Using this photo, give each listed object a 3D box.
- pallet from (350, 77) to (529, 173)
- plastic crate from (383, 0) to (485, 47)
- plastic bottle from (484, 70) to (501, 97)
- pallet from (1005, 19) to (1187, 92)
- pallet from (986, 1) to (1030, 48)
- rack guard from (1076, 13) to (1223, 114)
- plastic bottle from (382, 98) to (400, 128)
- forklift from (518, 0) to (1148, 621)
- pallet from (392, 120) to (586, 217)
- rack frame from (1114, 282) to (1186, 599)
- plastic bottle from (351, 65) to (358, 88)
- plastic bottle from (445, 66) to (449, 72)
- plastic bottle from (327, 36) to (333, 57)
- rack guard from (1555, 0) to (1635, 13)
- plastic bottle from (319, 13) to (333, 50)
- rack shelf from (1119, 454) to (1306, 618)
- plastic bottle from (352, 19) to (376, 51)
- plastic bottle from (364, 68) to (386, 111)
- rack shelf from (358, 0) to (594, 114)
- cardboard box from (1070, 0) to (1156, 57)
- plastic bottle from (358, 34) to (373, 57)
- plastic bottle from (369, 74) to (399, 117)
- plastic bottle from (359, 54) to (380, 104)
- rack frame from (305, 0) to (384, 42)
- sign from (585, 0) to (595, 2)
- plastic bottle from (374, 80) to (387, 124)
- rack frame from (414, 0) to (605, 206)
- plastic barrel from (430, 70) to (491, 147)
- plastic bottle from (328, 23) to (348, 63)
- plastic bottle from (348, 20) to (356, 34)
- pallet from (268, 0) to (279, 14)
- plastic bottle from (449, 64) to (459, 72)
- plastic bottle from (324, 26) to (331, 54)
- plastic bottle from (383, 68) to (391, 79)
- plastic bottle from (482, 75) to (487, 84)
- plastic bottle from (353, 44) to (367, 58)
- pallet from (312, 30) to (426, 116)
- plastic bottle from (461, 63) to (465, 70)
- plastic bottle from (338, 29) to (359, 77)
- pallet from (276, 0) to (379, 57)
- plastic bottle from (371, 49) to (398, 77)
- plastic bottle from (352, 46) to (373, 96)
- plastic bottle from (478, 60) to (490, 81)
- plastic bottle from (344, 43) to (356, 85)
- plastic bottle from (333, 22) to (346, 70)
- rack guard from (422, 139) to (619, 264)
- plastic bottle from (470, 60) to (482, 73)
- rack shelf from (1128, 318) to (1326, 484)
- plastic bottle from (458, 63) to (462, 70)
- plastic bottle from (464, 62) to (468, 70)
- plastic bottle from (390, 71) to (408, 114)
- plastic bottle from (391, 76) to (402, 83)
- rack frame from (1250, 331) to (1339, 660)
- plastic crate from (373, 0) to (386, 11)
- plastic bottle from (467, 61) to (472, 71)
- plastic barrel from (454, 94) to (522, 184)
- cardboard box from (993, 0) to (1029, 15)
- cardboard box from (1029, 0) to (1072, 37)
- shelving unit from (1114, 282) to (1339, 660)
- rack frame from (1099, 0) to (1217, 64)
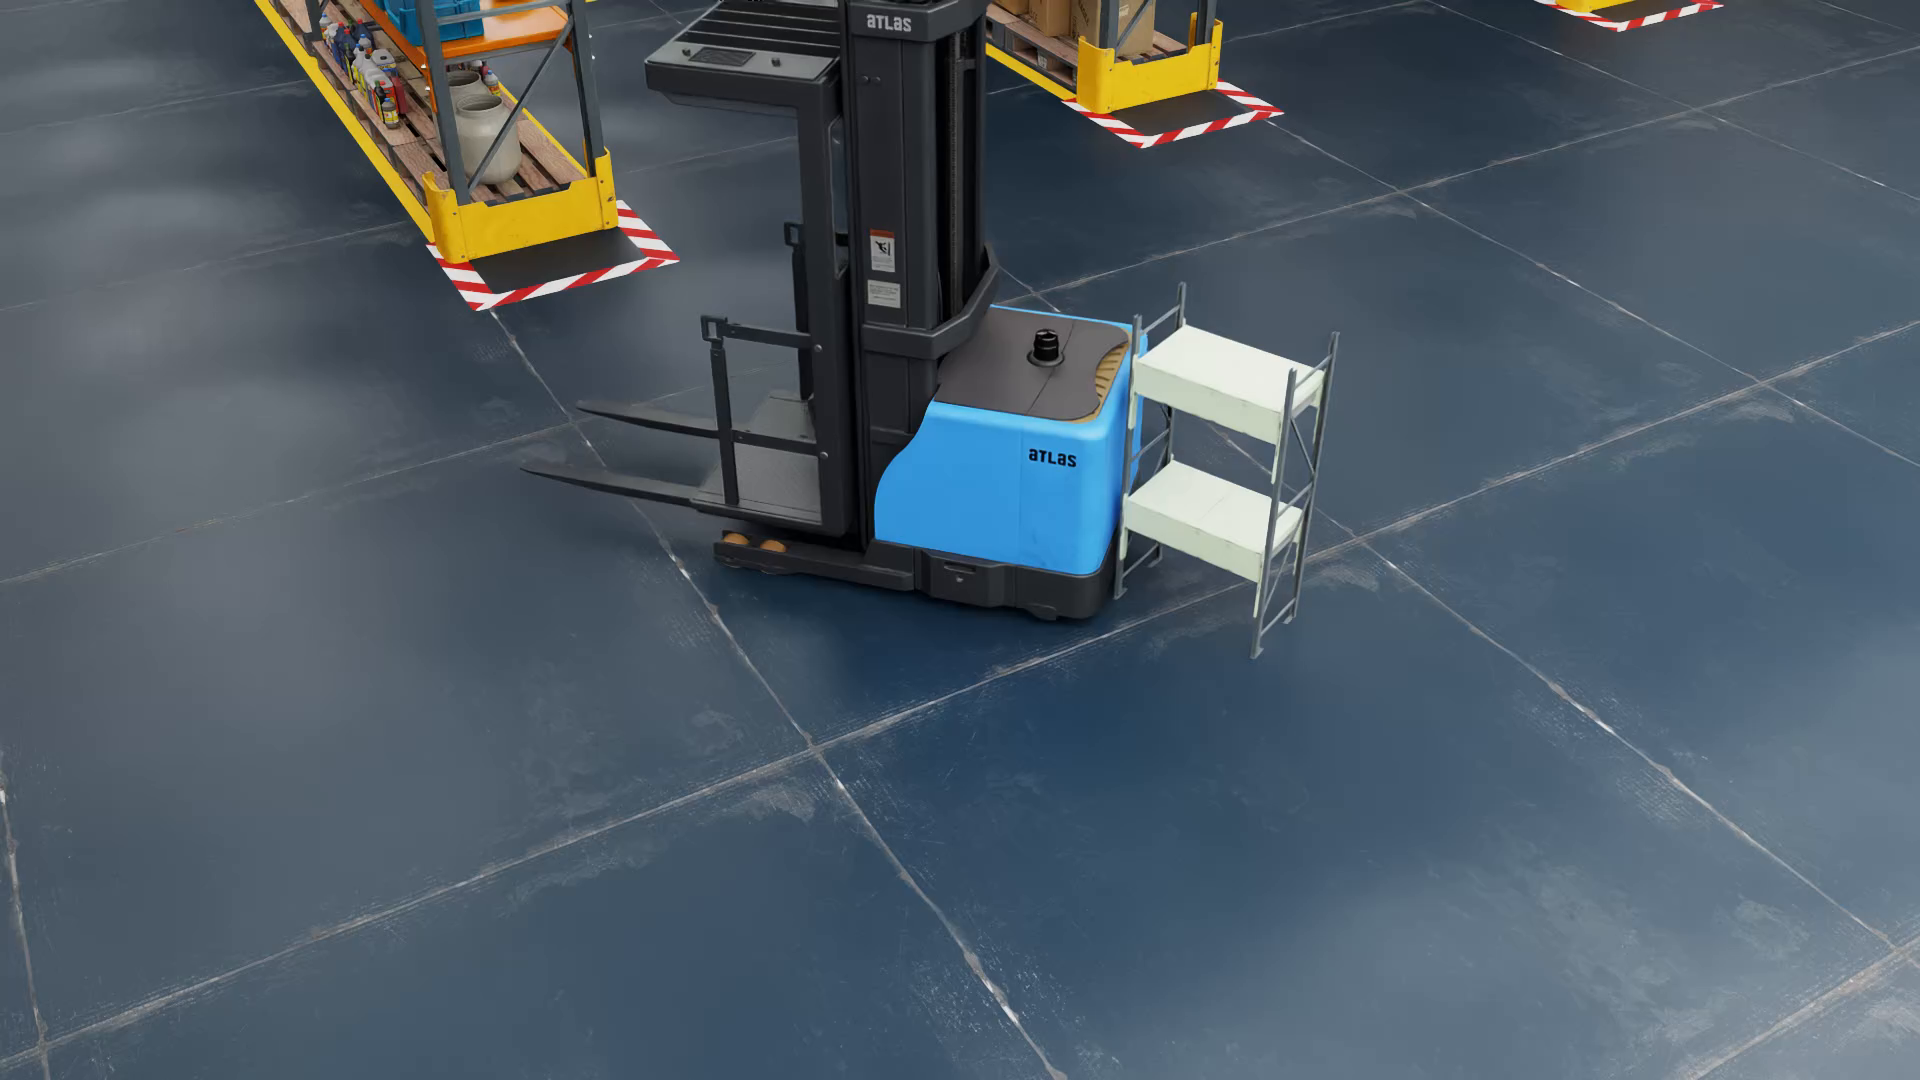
[{"bbox_3d":[-3.867,-3.142,12.373,1.003,0.211,1.213,-19,40,-24],"label":"pallet"},{"bbox_3d":[-3.286,-3.312,10.368,0.499,0.251,0.616,-19,40,-24],"label":"plastic crate"},{"bbox_3d":[-3.417,-3.299,12.163,0.097,0.271,0.097,0,36,0],"label":"plastic bottle"},{"bbox_3d":[1.091,-4.011,13.563,1.003,0.211,1.213,-19,40,-24],"label":"pallet"},{"bbox_3d":[0.482,-4.632,14.414,1.003,0.211,1.213,-19,40,-24],"label":"pallet"},{"bbox_3d":[1.468,-3.703,12.896,1.175,0.500,0.348,-19,40,-24],"label":"rack guard"},{"bbox_3d":[-4.078,-3.060,11.896,0.097,0.201,0.097,0,36,0],"label":"plastic bottle"},{"bbox_3d":[-0.682,-1.302,7.548,3.031,2.935,1.130,10,37,13],"label":"forklift"},{"bbox_3d":[-3.258,-2.520,11.522,1.003,0.211,1.213,-19,40,-24],"label":"pallet"},{"bbox_3d":[0.857,-0.422,7.557,0.023,1.500,0.400,24,42,29],"label":"rack frame"},{"bbox_3d":[-4.522,-3.511,12.514,0.097,0.201,0.097,0,36,0],"label":"plastic bottle"},{"bbox_3d":[-3.968,-3.705,12.710,0.061,0.283,0.133,-19,40,-24],"label":"plastic bottle"},{"bbox_3d":[-4.902,-3.897,13.042,0.097,0.201,0.097,0,36,0],"label":"plastic bottle"},{"bbox_3d":[5.858,-5.070,14.768,1.175,0.500,0.348,-19,40,-24],"label":"rack guard"},{"bbox_3d":[-5.004,-4.029,13.164,0.097,0.271,0.097,0,36,0],"label":"plastic bottle"},{"bbox_3d":[1.149,-0.029,7.571,0.720,0.370,0.431,24,42,29],"label":"rack shelf"},{"bbox_3d":[-4.614,-3.862,12.867,0.144,0.351,0.185,-19,40,-24],"label":"plastic bottle"},{"bbox_3d":[-4.250,-3.298,12.158,0.152,0.276,0.135,-20,41,-25],"label":"plastic bottle"},{"bbox_3d":[-3.781,-3.935,11.705,1.077,0.370,4.000,-19,40,-24],"label":"rack shelf"},{"bbox_3d":[1.207,-4.157,13.162,0.500,0.500,0.500,-12,38,-16],"label":"cardboard box"},{"bbox_3d":[-4.561,-3.749,12.780,0.097,0.271,0.097,0,36,0],"label":"plastic bottle"},{"bbox_3d":[-4.181,-3.227,12.061,0.152,0.276,0.135,-19,40,-24],"label":"plastic bottle"},{"bbox_3d":[-4.337,-3.411,12.250,0.144,0.351,0.185,-17,40,-22],"label":"plastic bottle"},{"bbox_3d":[-4.785,-5.246,12.889,1.000,3.000,0.127,-19,40,-24],"label":"rack frame"},{"bbox_3d":[-2.298,-3.478,10.235,0.100,0.325,0.005,-19,40,-24],"label":"sign"},{"bbox_3d":[-4.152,-3.147,11.946,0.061,0.283,0.133,-18,40,-23],"label":"plastic bottle"},{"bbox_3d":[-2.776,-3.206,10.096,1.000,3.000,0.127,-19,40,-24],"label":"rack frame"},{"bbox_3d":[-3.424,-2.939,11.485,0.421,0.512,0.421,0,36,0],"label":"plastic barrel"},{"bbox_3d":[-4.818,-3.874,12.948,0.152,0.276,0.135,-17,40,-22],"label":"plastic bottle"},{"bbox_3d":[-4.727,-3.909,12.989,0.061,0.283,0.133,-19,40,-24],"label":"plastic bottle"},{"bbox_3d":[-5.831,-5.131,15.097,1.003,0.211,1.213,-19,40,-24],"label":"pallet"},{"bbox_3d":[-3.876,-3.734,12.755,0.152,0.276,0.135,-18,40,-23],"label":"plastic bottle"},{"bbox_3d":[-4.953,-3.949,13.113,0.097,0.201,0.097,0,36,0],"label":"plastic bottle"},{"bbox_3d":[-4.254,-3.409,12.374,0.097,0.201,0.097,0,36,0],"label":"plastic bottle"},{"bbox_3d":[-3.469,-3.323,12.256,0.097,0.201,0.097,0,36,0],"label":"plastic bottle"},{"bbox_3d":[-4.538,-3.627,12.613,0.097,0.271,0.097,0,36,0],"label":"plastic bottle"},{"bbox_3d":[-4.484,-3.765,13.226,1.003,0.211,1.213,-19,40,-24],"label":"pallet"},{"bbox_3d":[-3.742,-3.628,12.614,0.097,0.271,0.097,0,36,0],"label":"plastic bottle"},{"bbox_3d":[-4.644,-3.723,12.677,0.144,0.351,0.185,-21,41,-26],"label":"plastic bottle"},{"bbox_3d":[-5.214,-4.509,14.244,1.003,0.211,1.213,-19,40,-24],"label":"pallet"},{"bbox_3d":[-4.315,-3.533,12.480,0.152,0.276,0.135,-19,40,-24],"label":"plastic bottle"},{"bbox_3d":[-4.430,-3.506,12.380,0.144,0.351,0.185,-19,40,-24],"label":"plastic bottle"},{"bbox_3d":[-3.515,-3.424,12.325,0.061,0.283,0.133,-18,40,-23],"label":"plastic bottle"},{"bbox_3d":[-4.597,-3.599,12.564,0.061,0.283,0.133,-17,39,-22],"label":"plastic bottle"},{"bbox_3d":[-4.739,-3.819,12.809,0.144,0.351,0.185,-18,40,-23],"label":"plastic bottle"},{"bbox_3d":[-2.855,-2.221,10.867,1.175,0.500,0.348,-19,40,-24],"label":"rack guard"},{"bbox_3d":[-3.589,-3.473,12.403,0.097,0.271,0.097,0,36,0],"label":"plastic bottle"},{"bbox_3d":[1.149,-0.607,7.148,0.720,0.370,0.431,24,42,29],"label":"rack shelf"},{"bbox_3d":[-3.793,-3.652,12.706,0.097,0.201,0.097,0,36,0],"label":"plastic bottle"},{"bbox_3d":[-3.690,-3.547,12.562,0.097,0.201,0.097,0,36,0],"label":"plastic bottle"},{"bbox_3d":[-4.089,-3.262,12.103,0.061,0.283,0.133,-19,40,-24],"label":"plastic bottle"},{"bbox_3d":[-4.152,-3.314,12.244,0.097,0.201,0.097,0,36,0],"label":"plastic bottle"},{"bbox_3d":[1.441,-0.162,7.200,0.023,1.500,0.400,24,42,29],"label":"rack frame"},{"bbox_3d":[-3.607,-3.645,10.824,0.499,0.251,0.408,-19,40,-24],"label":"plastic crate"},{"bbox_3d":[-3.640,-3.524,12.473,0.097,0.271,0.097,0,36,0],"label":"plastic bottle"},{"bbox_3d":[-3.173,-2.684,11.135,0.421,0.512,0.421,0,36,0],"label":"plastic barrel"},{"bbox_3d":[0.579,-4.777,14.010,0.500,0.500,0.500,-15,39,-20],"label":"cardboard box"},{"bbox_3d":[0.877,-4.452,13.565,0.500,0.500,0.500,-9,37,-12],"label":"cardboard box"},{"bbox_3d":[1.149,-0.292,7.378,0.755,1.500,0.431,24,42,29],"label":"shelving unit"},{"bbox_3d":[1.507,-4.674,12.106,1.000,3.000,0.127,-19,40,-24],"label":"rack frame"}]
